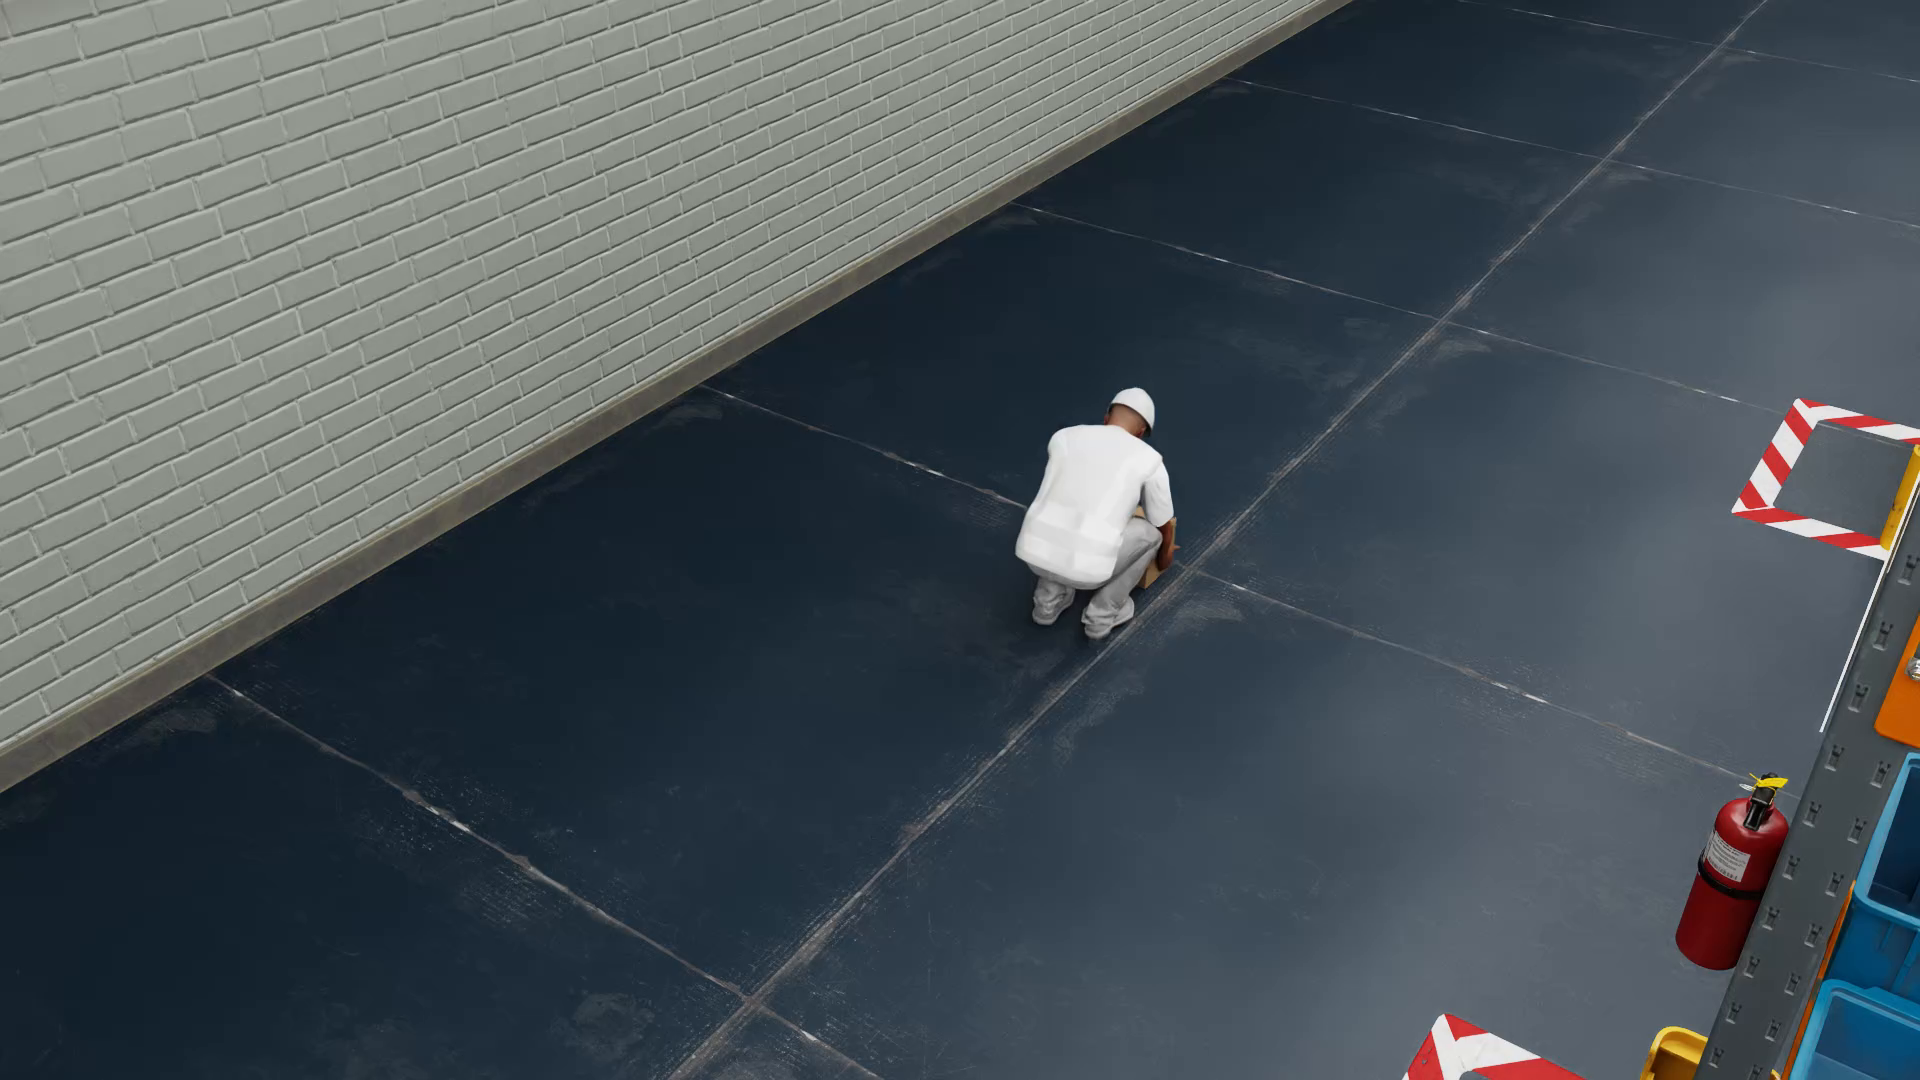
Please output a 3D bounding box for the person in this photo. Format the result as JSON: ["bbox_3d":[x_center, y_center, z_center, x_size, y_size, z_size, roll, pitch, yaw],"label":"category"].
[{"bbox_3d":[0.566,-0.103,7.052,0.559,0.893,0.896,22,40,28],"label":"person"}]
